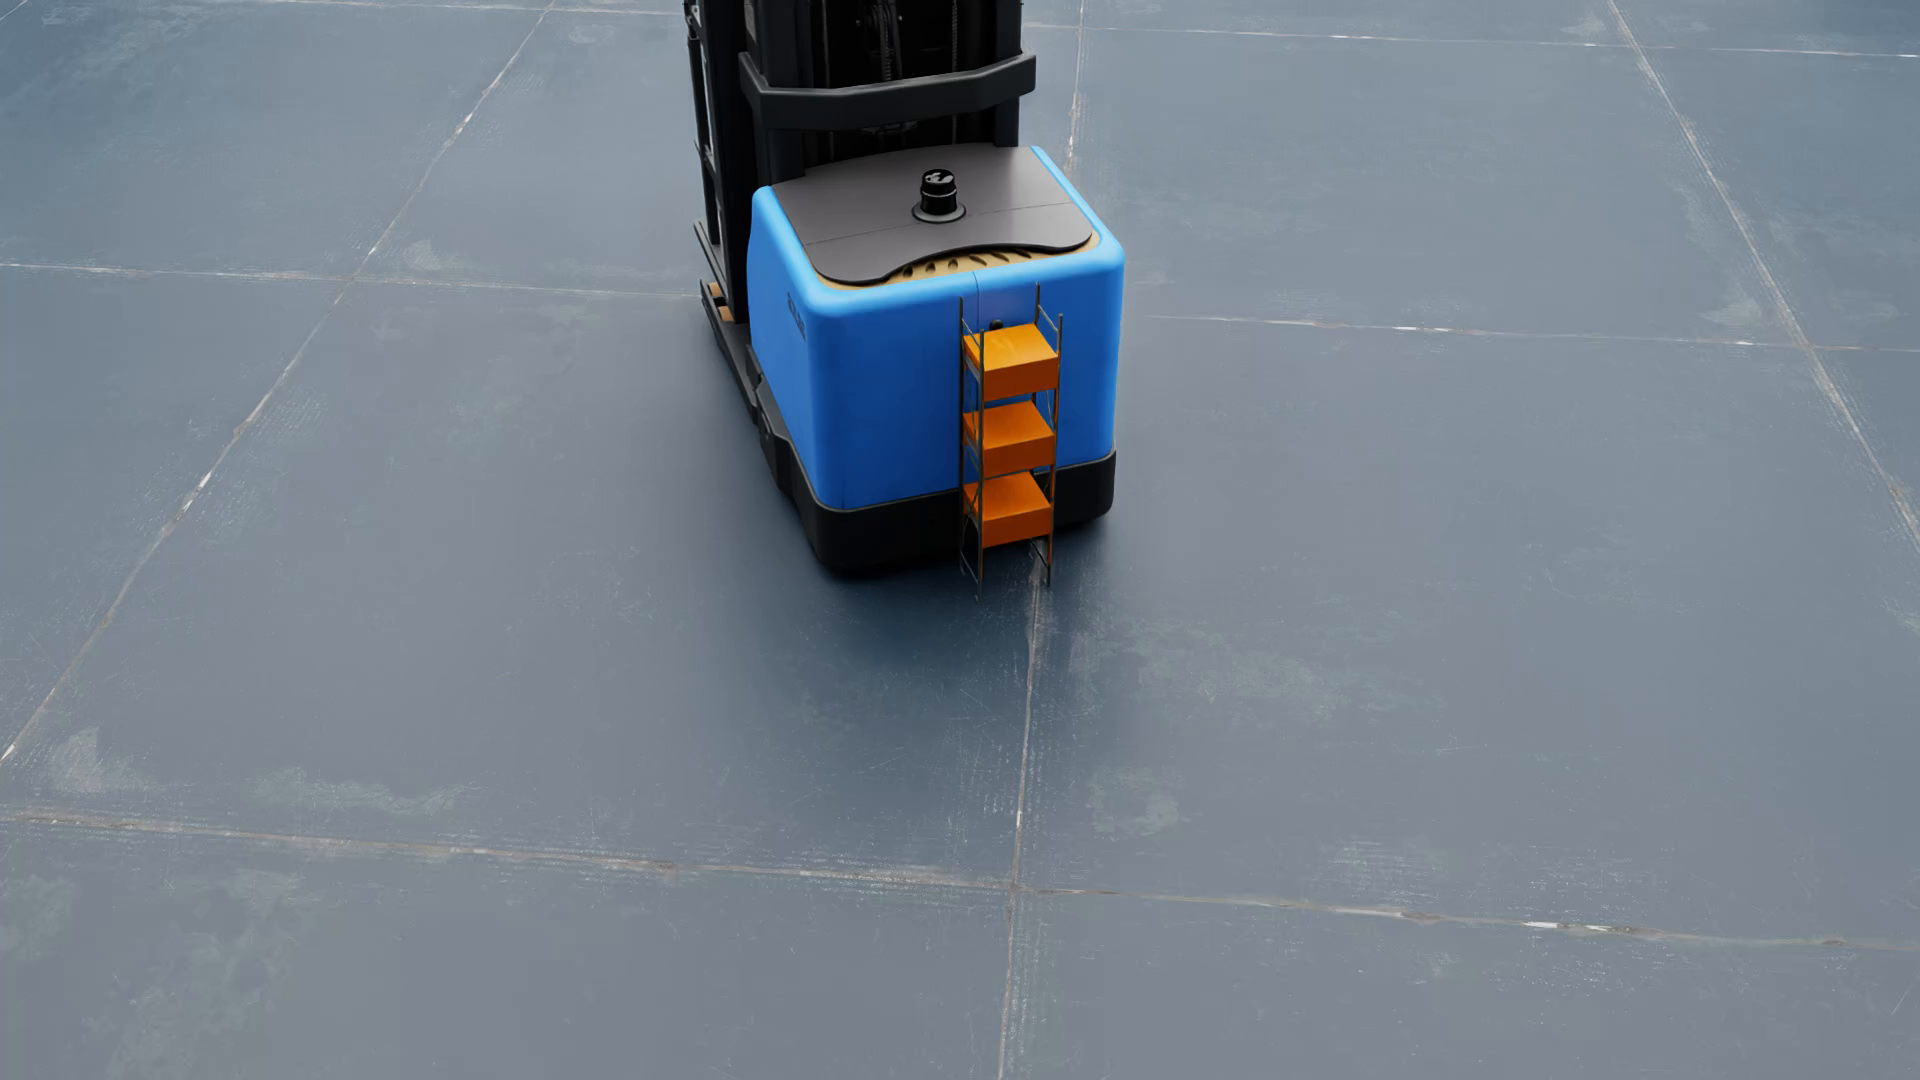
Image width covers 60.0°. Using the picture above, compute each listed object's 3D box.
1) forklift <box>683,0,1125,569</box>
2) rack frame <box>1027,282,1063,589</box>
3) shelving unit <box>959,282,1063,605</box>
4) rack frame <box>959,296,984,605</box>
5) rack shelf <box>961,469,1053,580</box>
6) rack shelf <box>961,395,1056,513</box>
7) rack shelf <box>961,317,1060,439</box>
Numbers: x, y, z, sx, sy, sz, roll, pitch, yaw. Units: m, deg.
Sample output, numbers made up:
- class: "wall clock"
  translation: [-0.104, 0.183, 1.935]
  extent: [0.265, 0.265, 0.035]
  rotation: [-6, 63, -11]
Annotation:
- class: "forklift"
  translation: [-0.417, -1.979, 5.807]
  extent: [1.130, 2.935, 3.031]
  rotation: [-12, 41, -14]
- class: "rack frame"
  translation: [0.263, -0.305, 5.241]
  extent: [0.008, 1.050, 0.200]
  rotation: [-12, 41, -15]
- class: "shelving unit"
  translation: [0.148, -0.280, 5.210]
  extent: [0.252, 1.050, 0.215]
  rotation: [-12, 41, -15]
- class: "rack frame"
  translation: [0.033, -0.255, 5.179]
  extent: [0.008, 1.050, 0.200]
  rotation: [-12, 41, -15]
- class: "rack shelf"
  translation: [0.148, -0.056, 5.392]
  extent: [0.240, 0.259, 0.215]
  rotation: [-12, 41, -15]
- class: "rack shelf"
  translation: [0.148, -0.272, 5.217]
  extent: [0.240, 0.259, 0.215]
  rotation: [-12, 41, -15]
- class: "rack shelf"
  translation: [0.148, -0.492, 5.038]
  extent: [0.240, 0.259, 0.215]
  rotation: [-12, 41, -15]
